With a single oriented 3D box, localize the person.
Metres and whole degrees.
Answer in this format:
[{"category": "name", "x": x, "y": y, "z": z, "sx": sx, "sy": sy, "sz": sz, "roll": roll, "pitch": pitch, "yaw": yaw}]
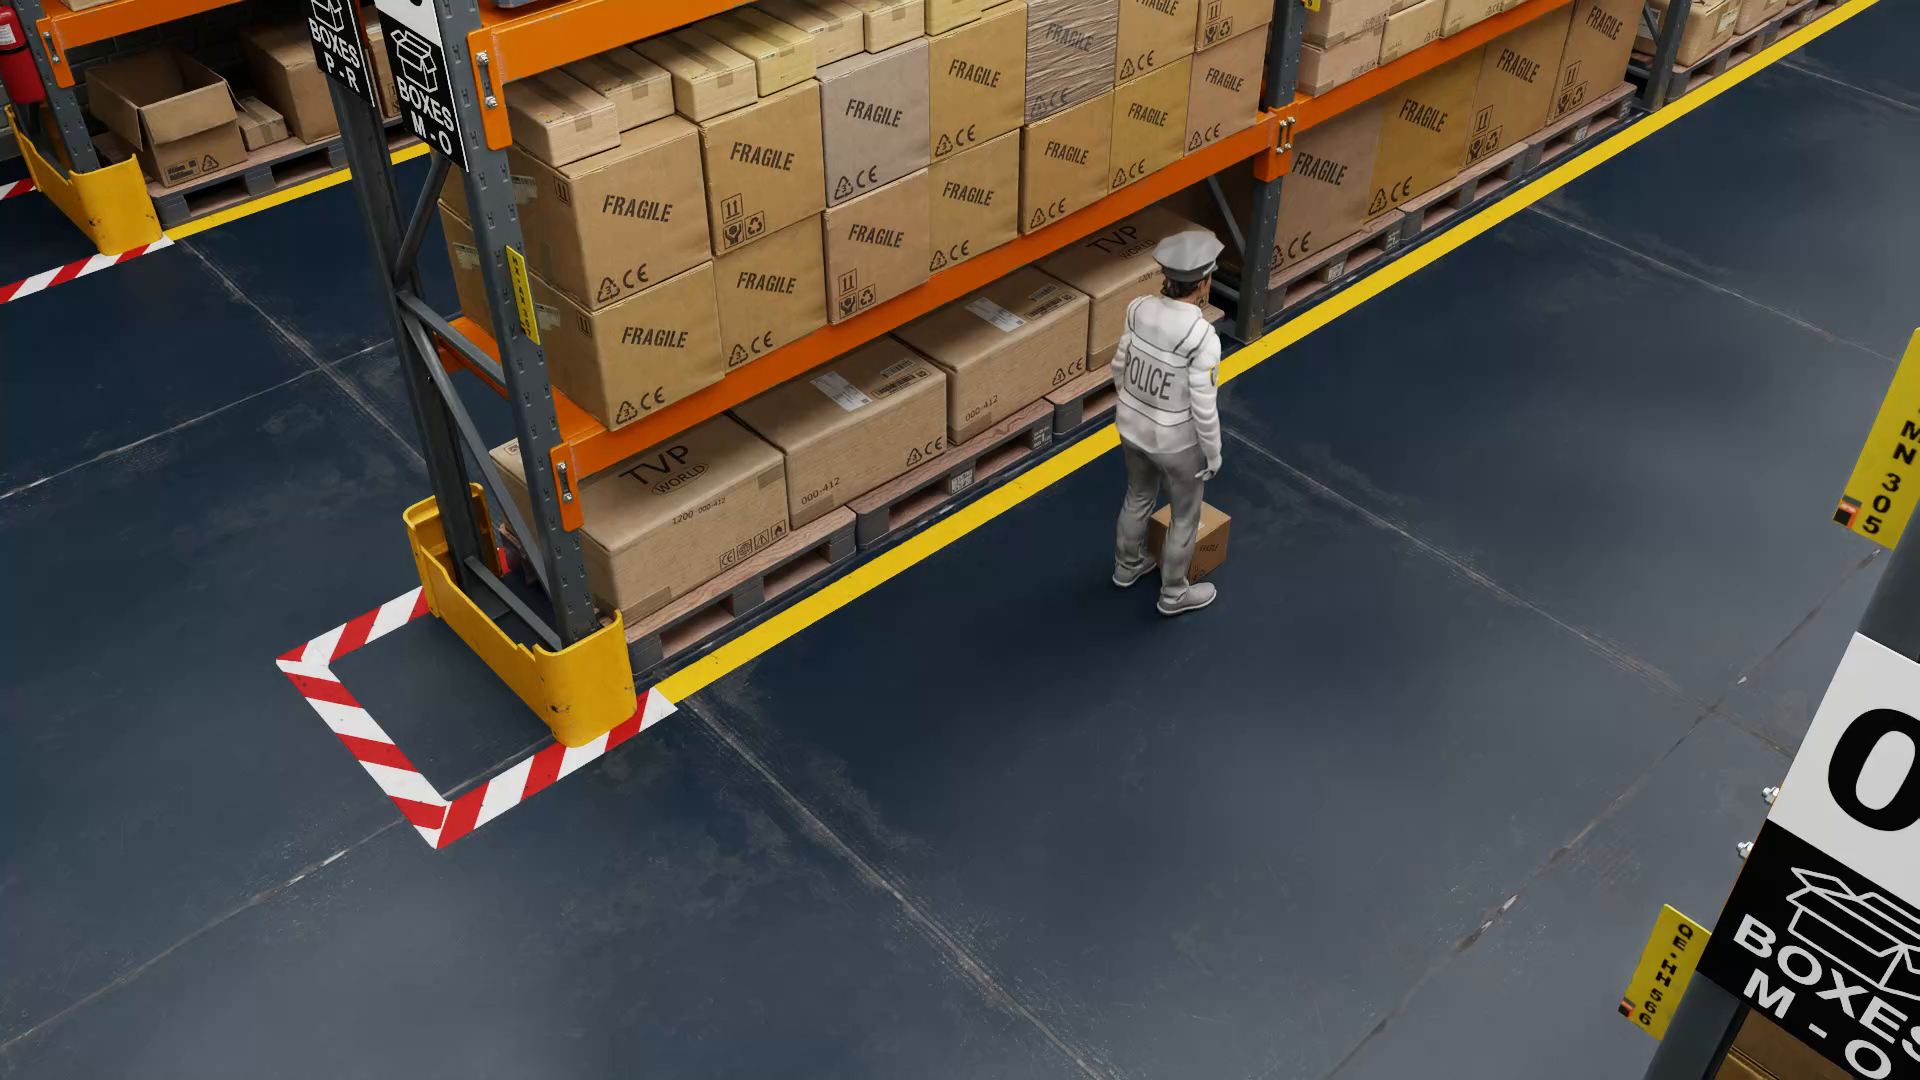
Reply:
[{"category": "person", "x": 0.827, "y": -0.434, "z": 6.670, "sx": 0.374, "sy": 1.663, "sz": 0.529, "roll": -30, "pitch": 49, "yaw": -31}]
